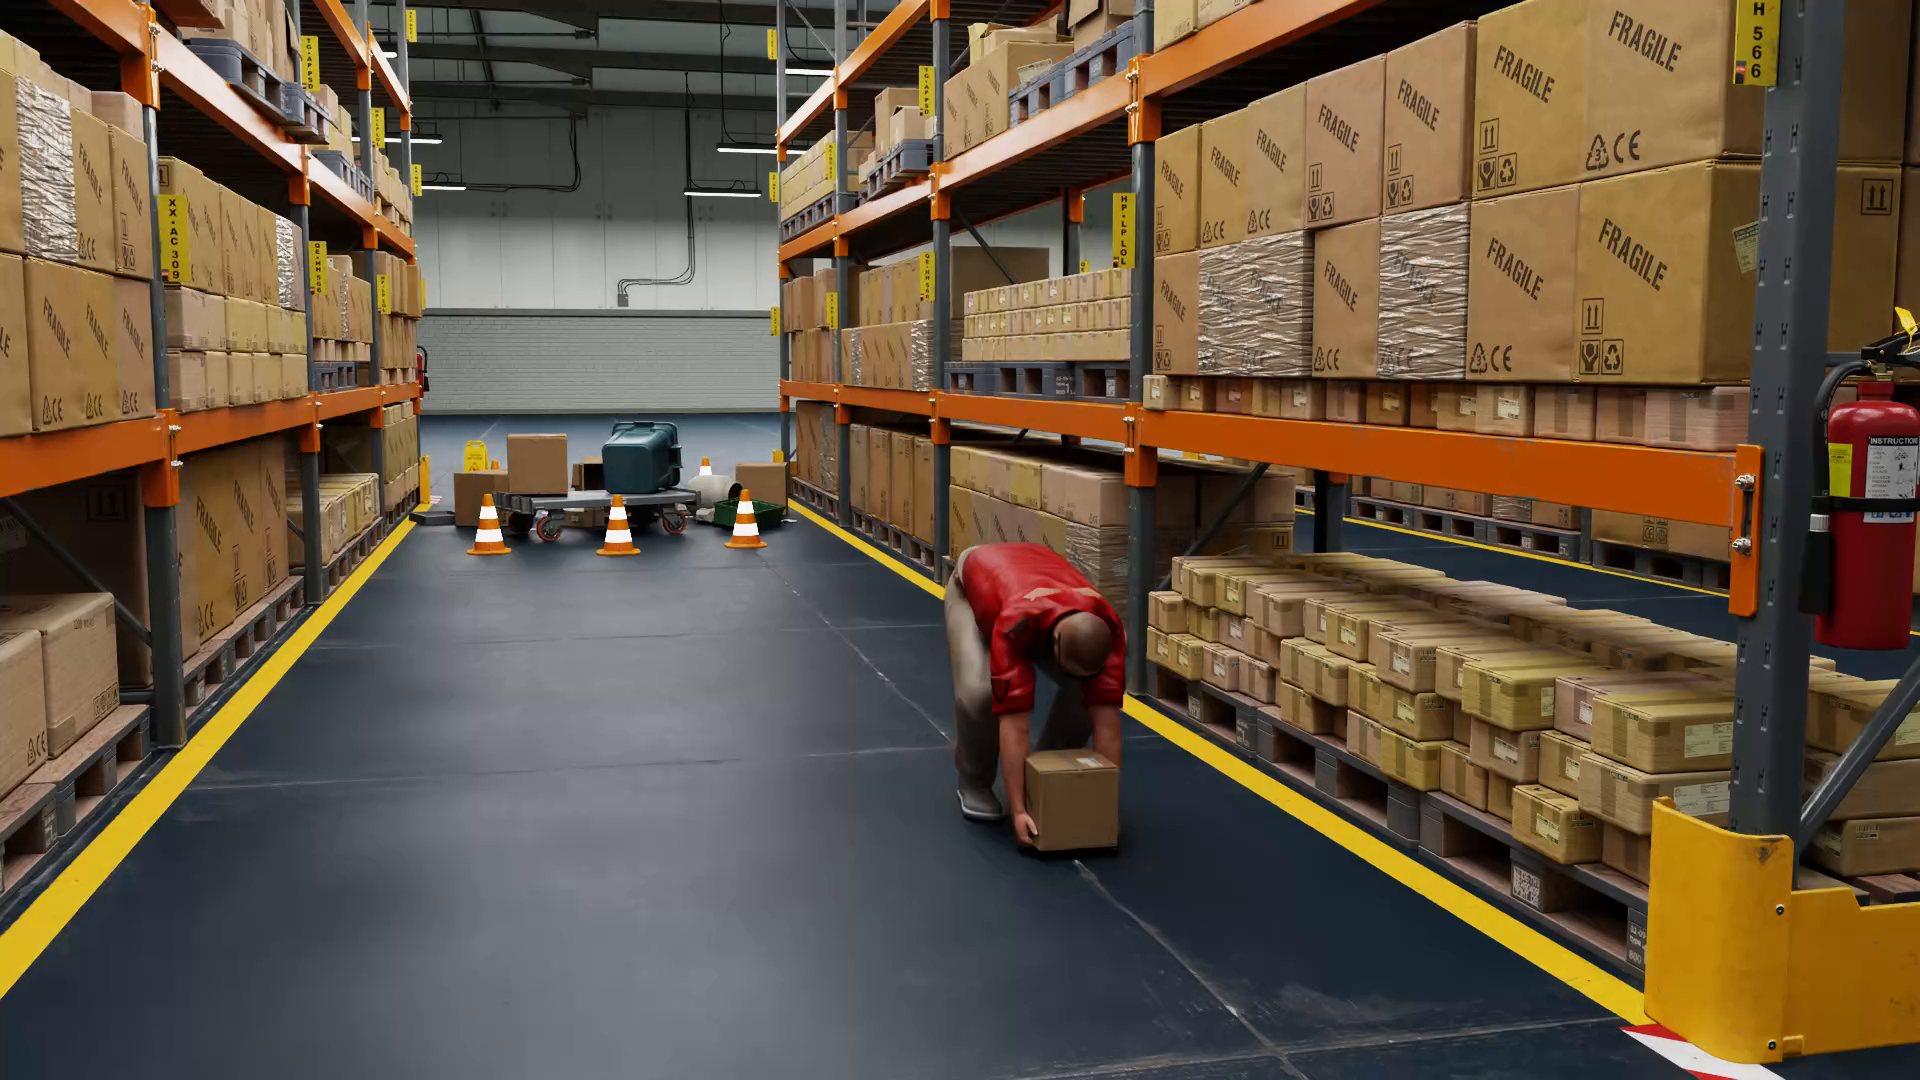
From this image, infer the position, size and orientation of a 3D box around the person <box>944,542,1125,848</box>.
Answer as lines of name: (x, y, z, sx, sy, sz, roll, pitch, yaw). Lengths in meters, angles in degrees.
person: (0.247, 0.478, 5.418, 0.526, 0.908, 0.956, -2, 6, -17)
